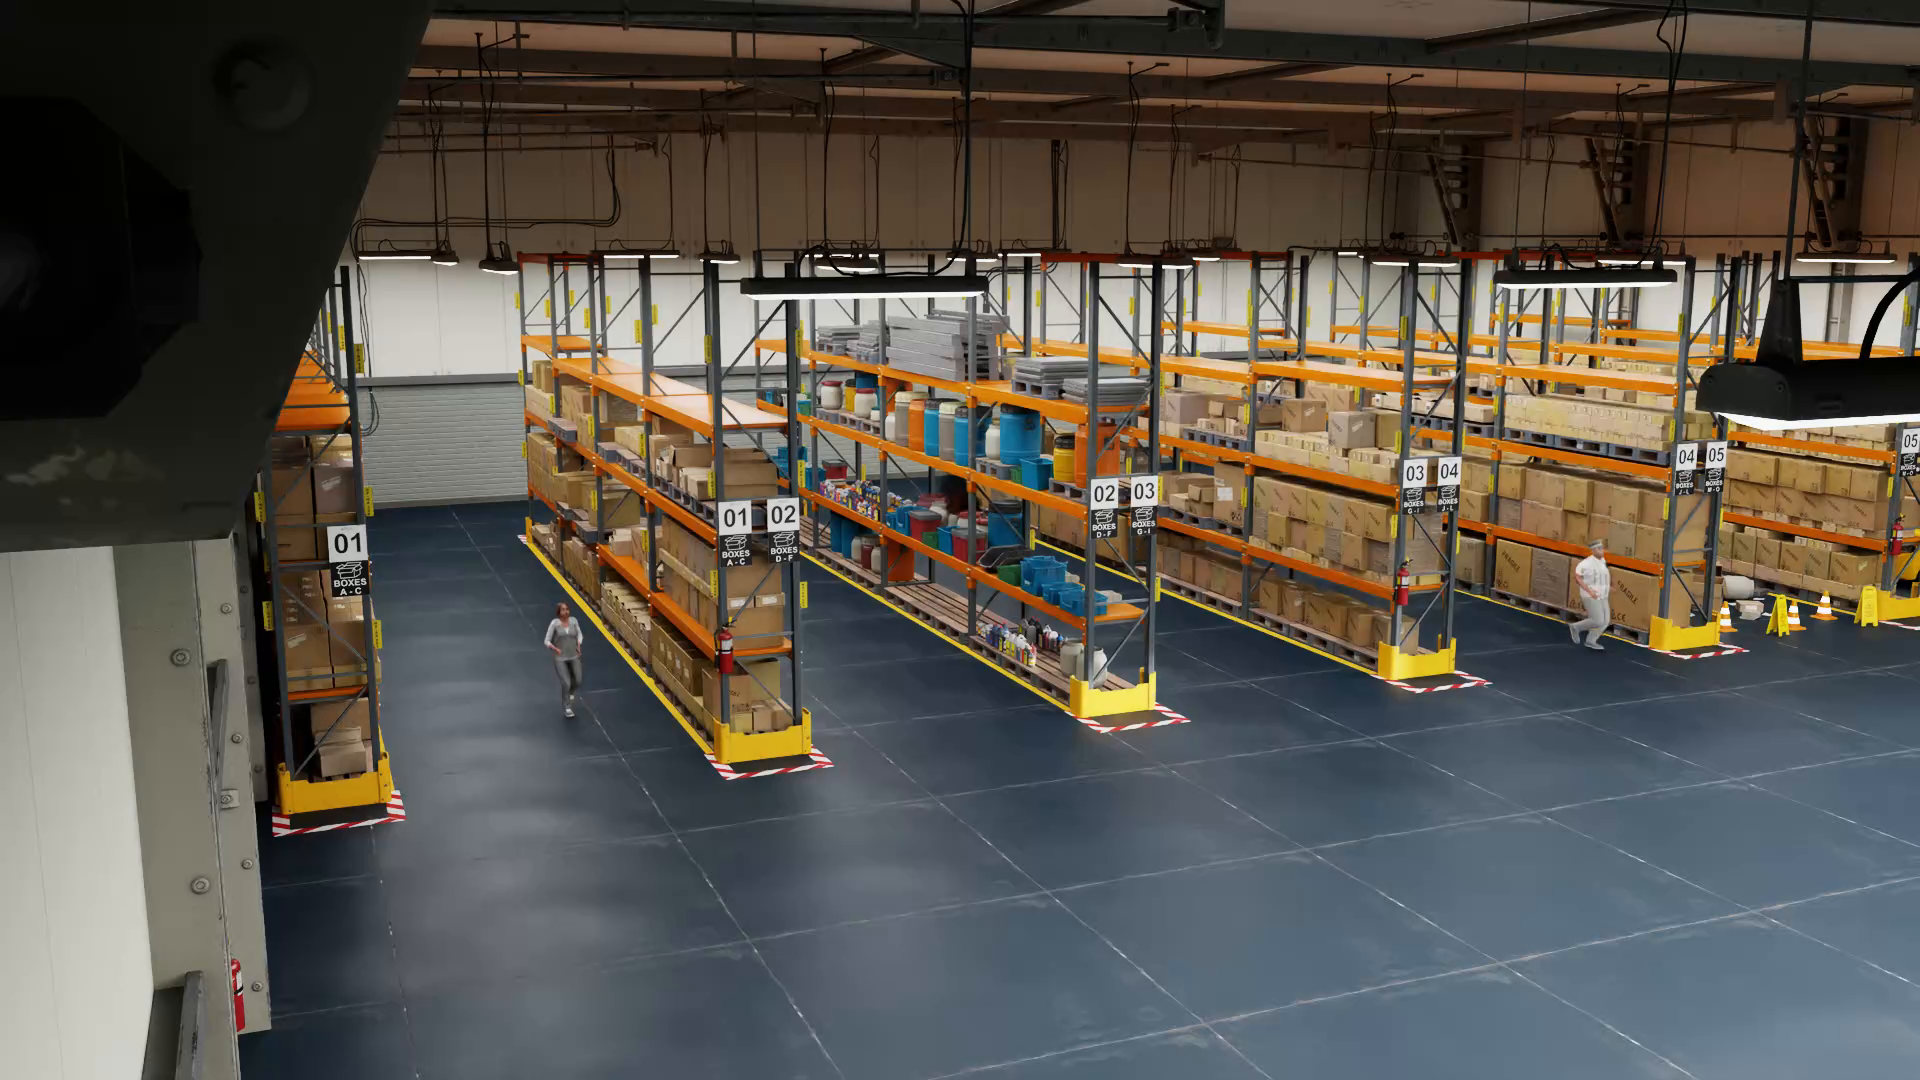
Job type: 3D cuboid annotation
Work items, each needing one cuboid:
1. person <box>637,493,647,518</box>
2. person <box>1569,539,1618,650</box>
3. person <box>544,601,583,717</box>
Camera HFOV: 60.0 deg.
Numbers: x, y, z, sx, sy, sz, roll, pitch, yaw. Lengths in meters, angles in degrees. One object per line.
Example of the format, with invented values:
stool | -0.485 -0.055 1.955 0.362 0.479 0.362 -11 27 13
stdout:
person | -6.594 -0.861 35.082 0.732 1.770 0.657 9 14 41
person | 9.813 0.829 25.689 0.687 1.720 0.600 -8 13 -38
person | -5.239 1.577 22.107 0.532 1.550 0.559 -6 12 -30
